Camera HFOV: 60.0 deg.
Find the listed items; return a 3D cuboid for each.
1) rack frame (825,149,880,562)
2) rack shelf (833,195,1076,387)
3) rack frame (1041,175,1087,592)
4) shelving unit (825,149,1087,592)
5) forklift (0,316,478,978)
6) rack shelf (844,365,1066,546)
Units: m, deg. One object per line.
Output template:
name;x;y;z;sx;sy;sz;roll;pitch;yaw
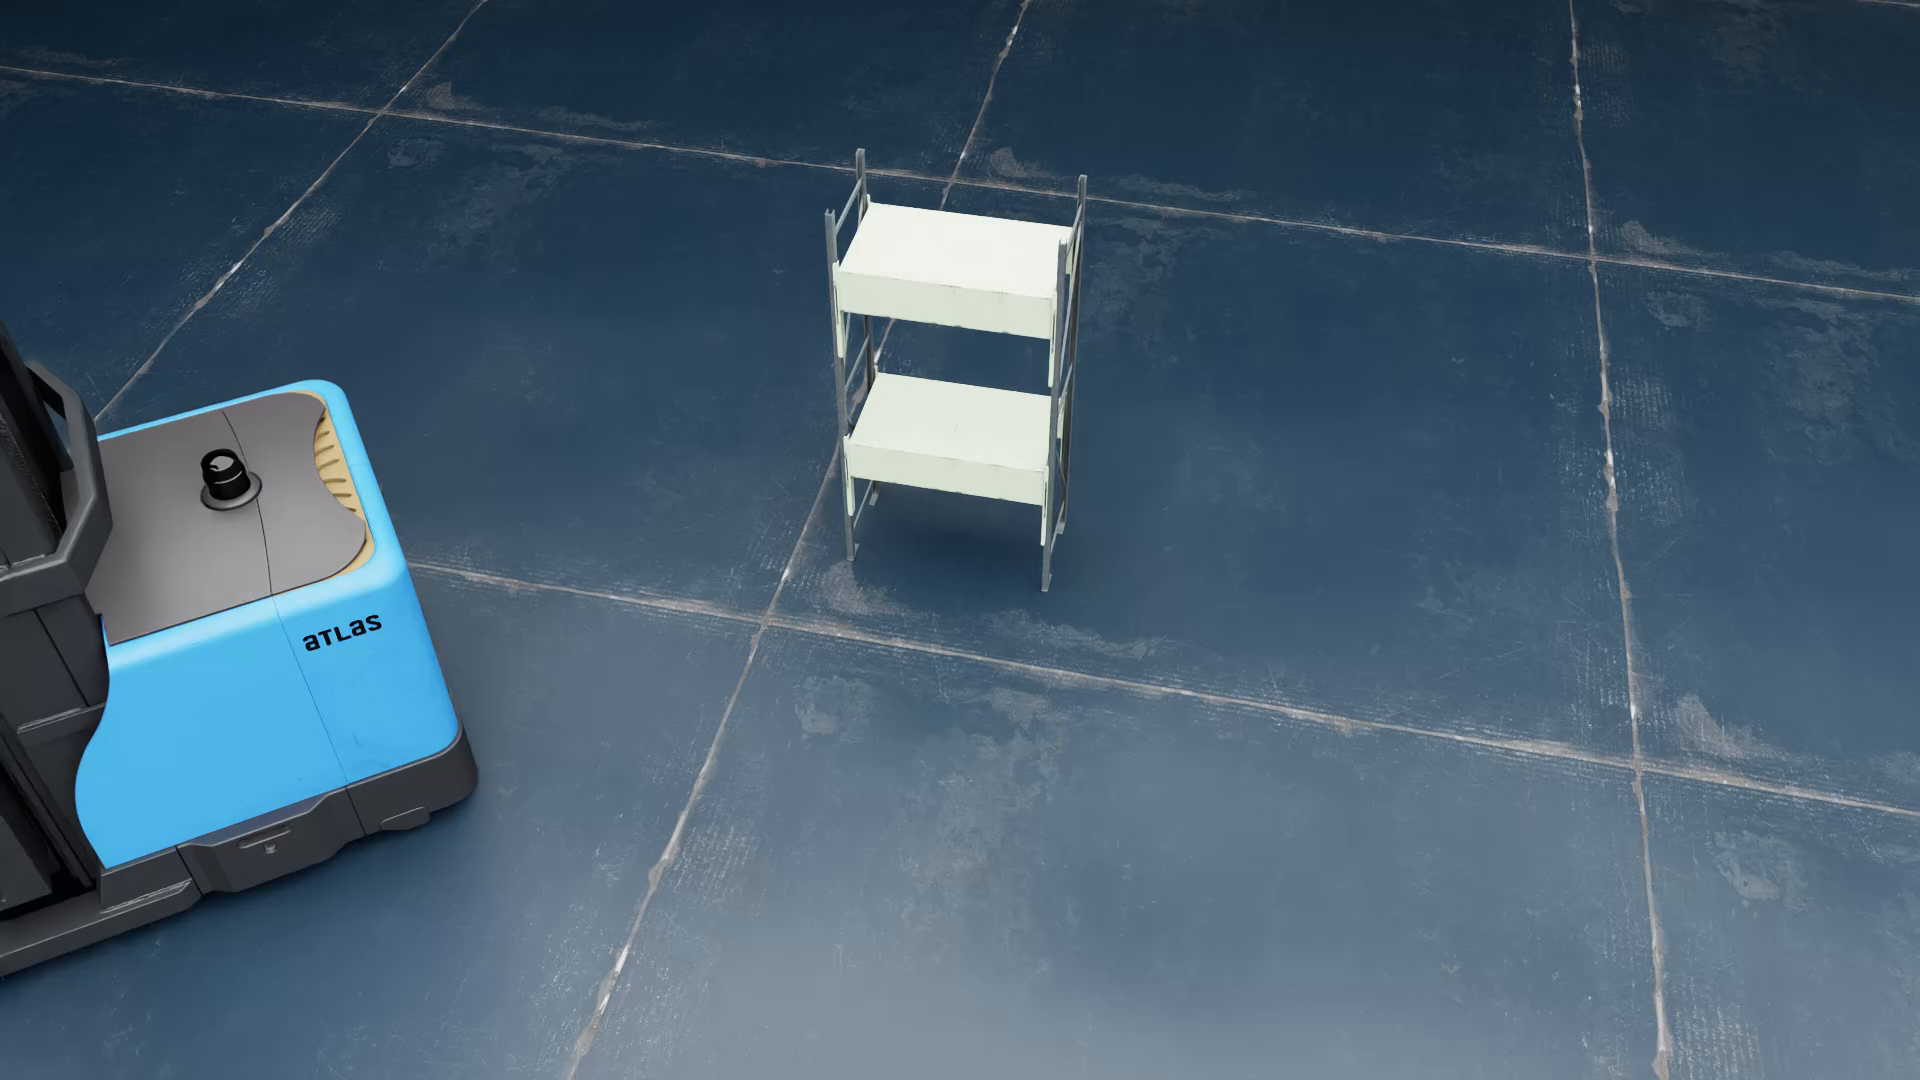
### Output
rack frame;-0.364;-0.597;5.789;0.023;1.500;0.400;9;45;9
rack shelf;-0.007;-0.823;5.460;0.720;0.370;0.431;9;45;9
rack frame;0.351;-0.486;5.673;0.023;1.500;0.400;9;45;9
shelving unit;-0.007;-0.541;5.731;0.755;1.500;0.431;9;45;9
forklift;-3.104;-0.058;4.196;3.031;2.935;1.130;-19;47;-19
rack shelf;-0.007;-0.306;5.957;0.720;0.370;0.431;9;45;9
